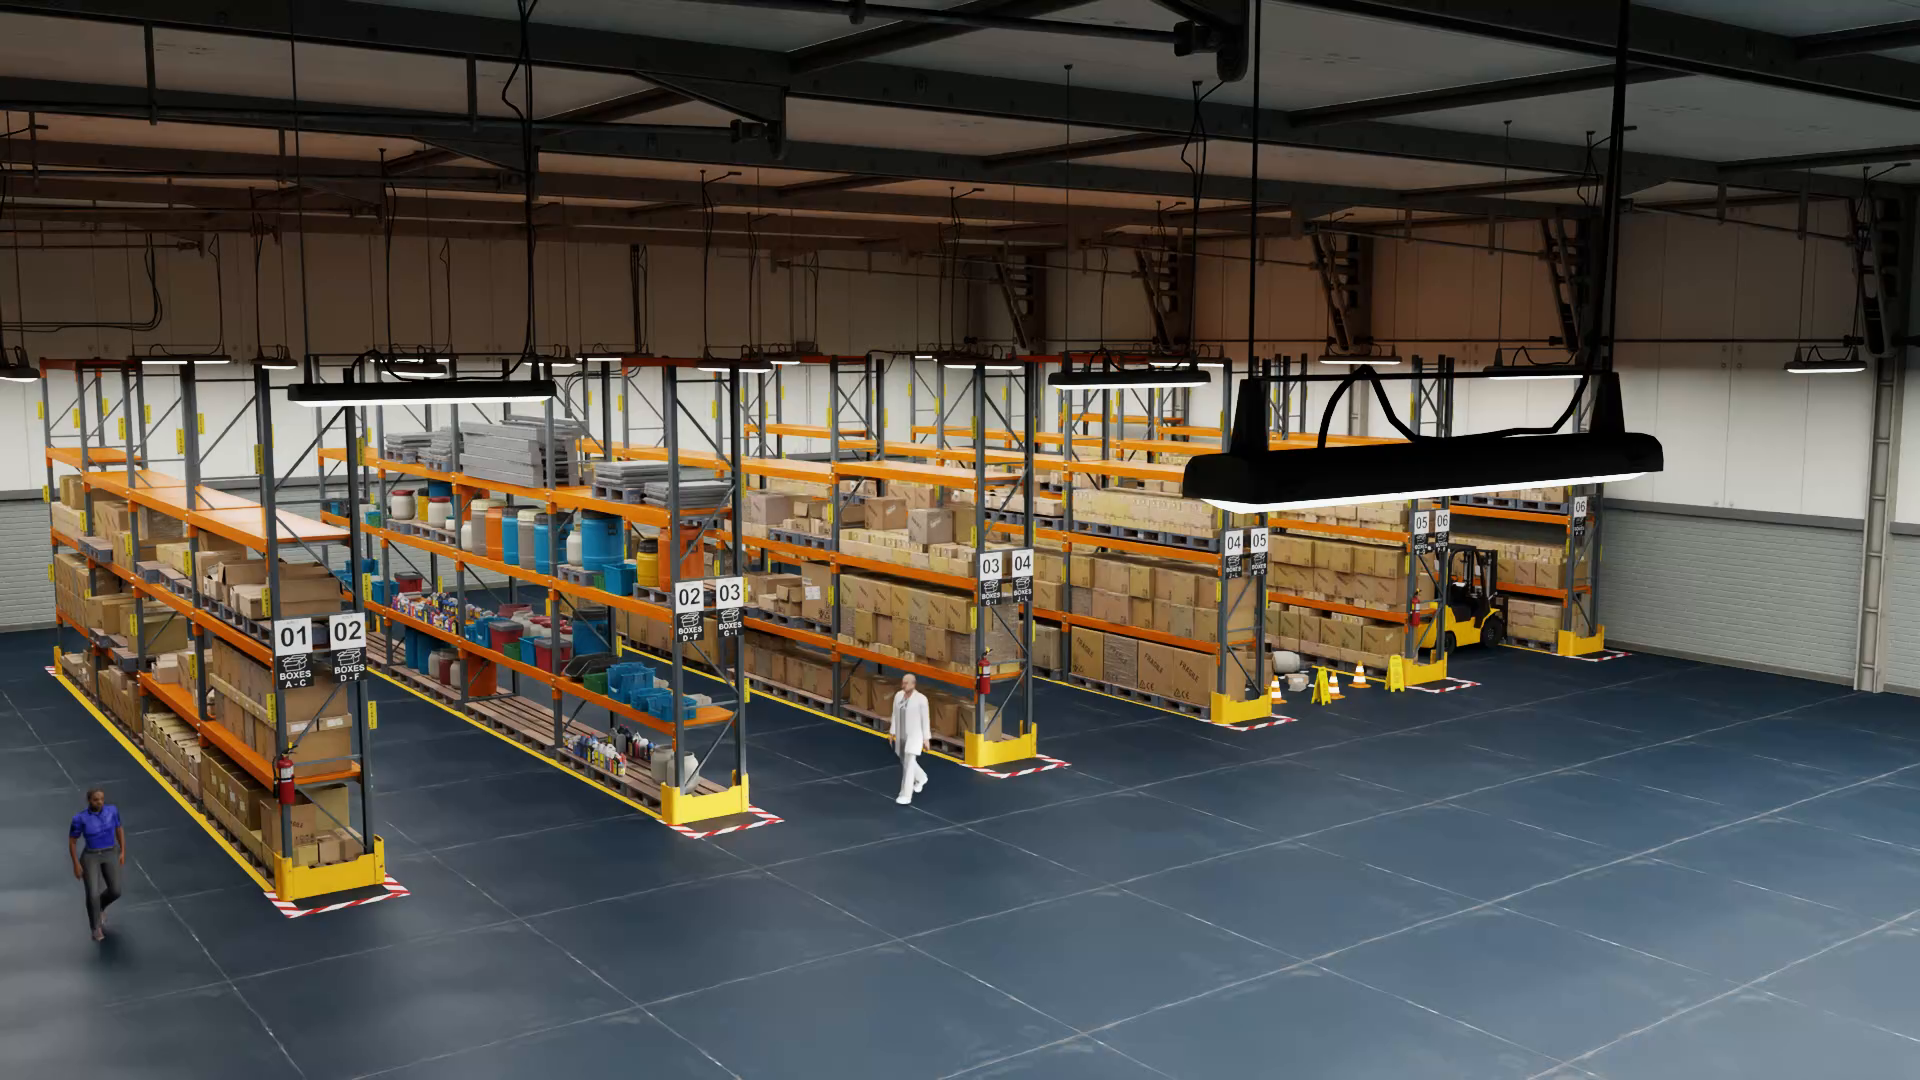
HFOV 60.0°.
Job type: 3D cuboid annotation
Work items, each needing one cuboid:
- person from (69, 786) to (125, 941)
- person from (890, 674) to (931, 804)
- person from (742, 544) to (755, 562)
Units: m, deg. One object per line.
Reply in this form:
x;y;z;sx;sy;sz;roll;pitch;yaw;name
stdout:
-9.225;3.405;17.776;0.540;1.641;0.534;-6;9;-41;person
-0.682;2.711;22.960;0.590;1.754;0.985;5;9;37;person
-5.490;0.338;42.553;0.536;1.742;0.791;3;7;20;person
